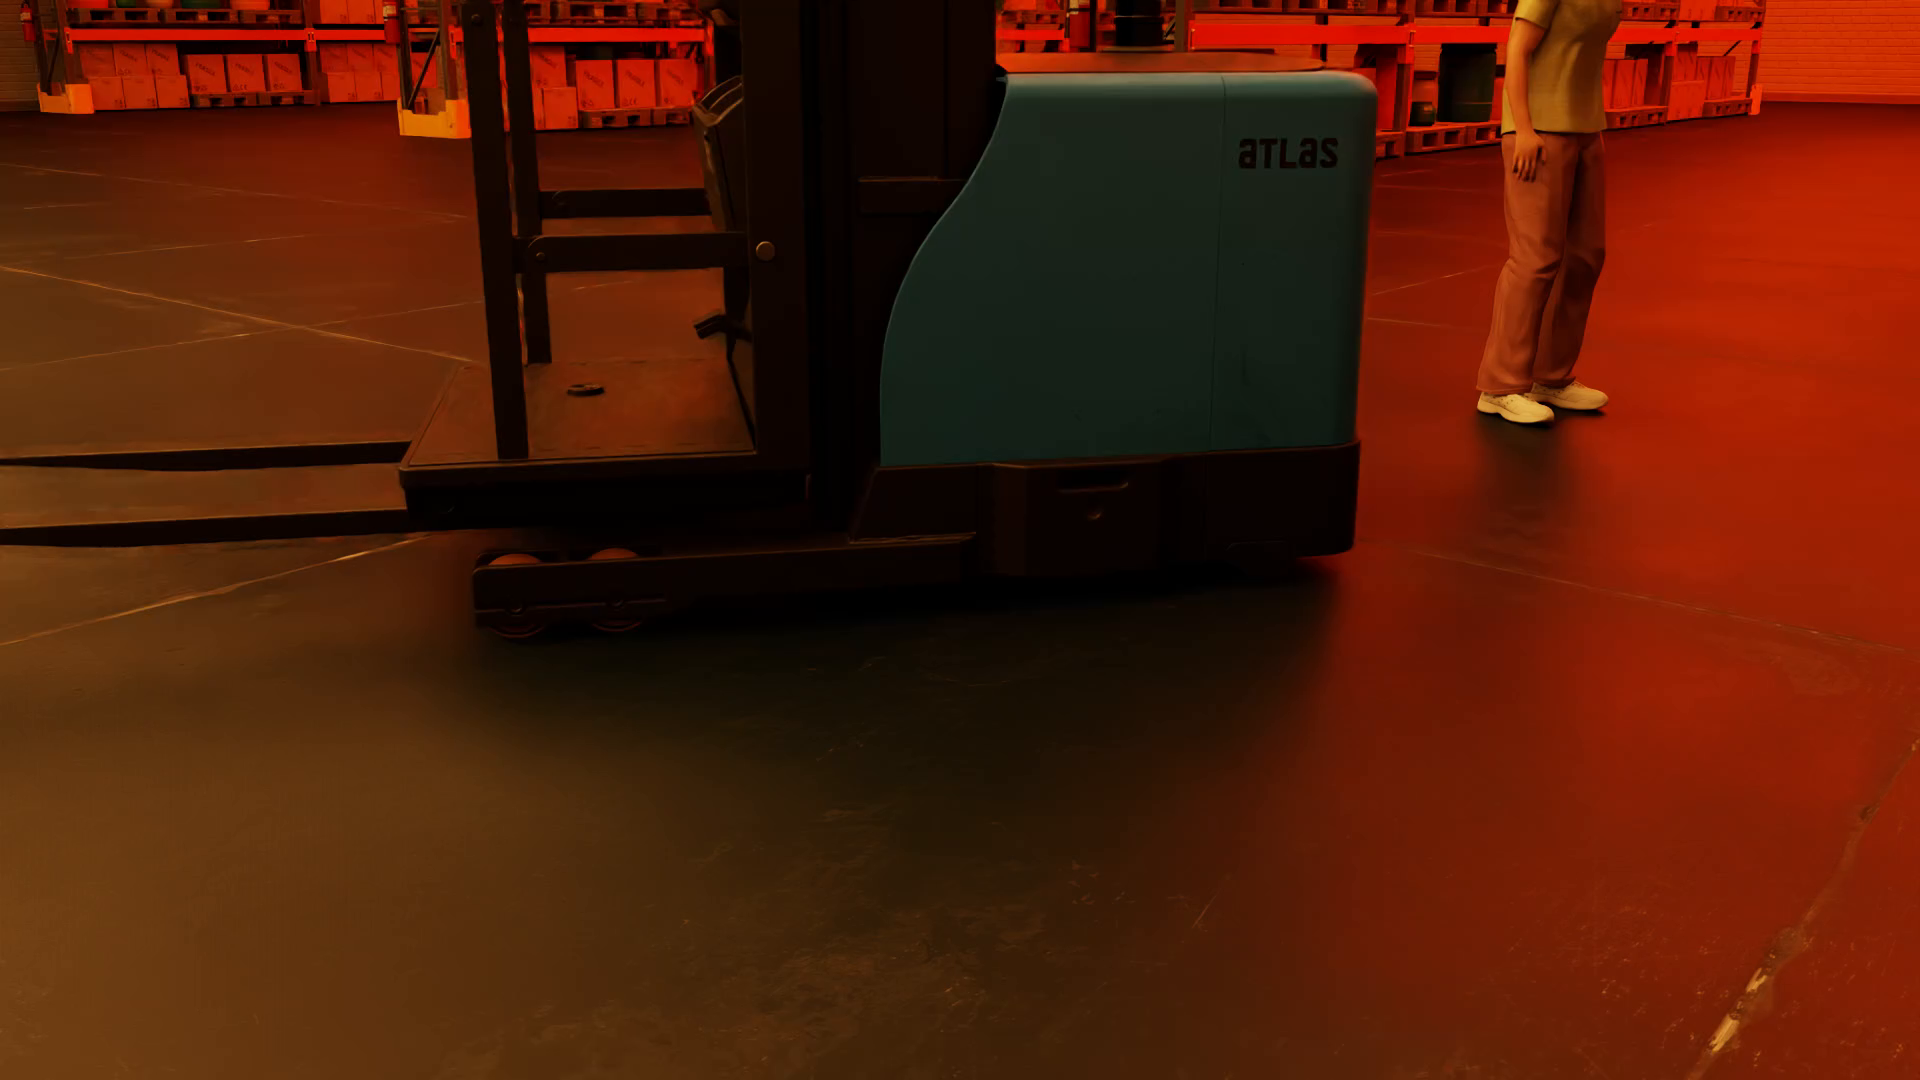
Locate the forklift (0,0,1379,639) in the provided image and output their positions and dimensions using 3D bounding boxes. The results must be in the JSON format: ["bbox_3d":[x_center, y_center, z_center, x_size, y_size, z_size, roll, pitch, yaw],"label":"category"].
[{"bbox_3d":[-0.698,-1.373,3.419,3.031,2.935,1.130,-3,17,-10],"label":"forklift"}]

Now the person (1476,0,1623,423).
[{"bbox_3d":[1.844,-1.219,5.082,0.512,1.671,0.359,-15,22,-40],"label":"person"}]
